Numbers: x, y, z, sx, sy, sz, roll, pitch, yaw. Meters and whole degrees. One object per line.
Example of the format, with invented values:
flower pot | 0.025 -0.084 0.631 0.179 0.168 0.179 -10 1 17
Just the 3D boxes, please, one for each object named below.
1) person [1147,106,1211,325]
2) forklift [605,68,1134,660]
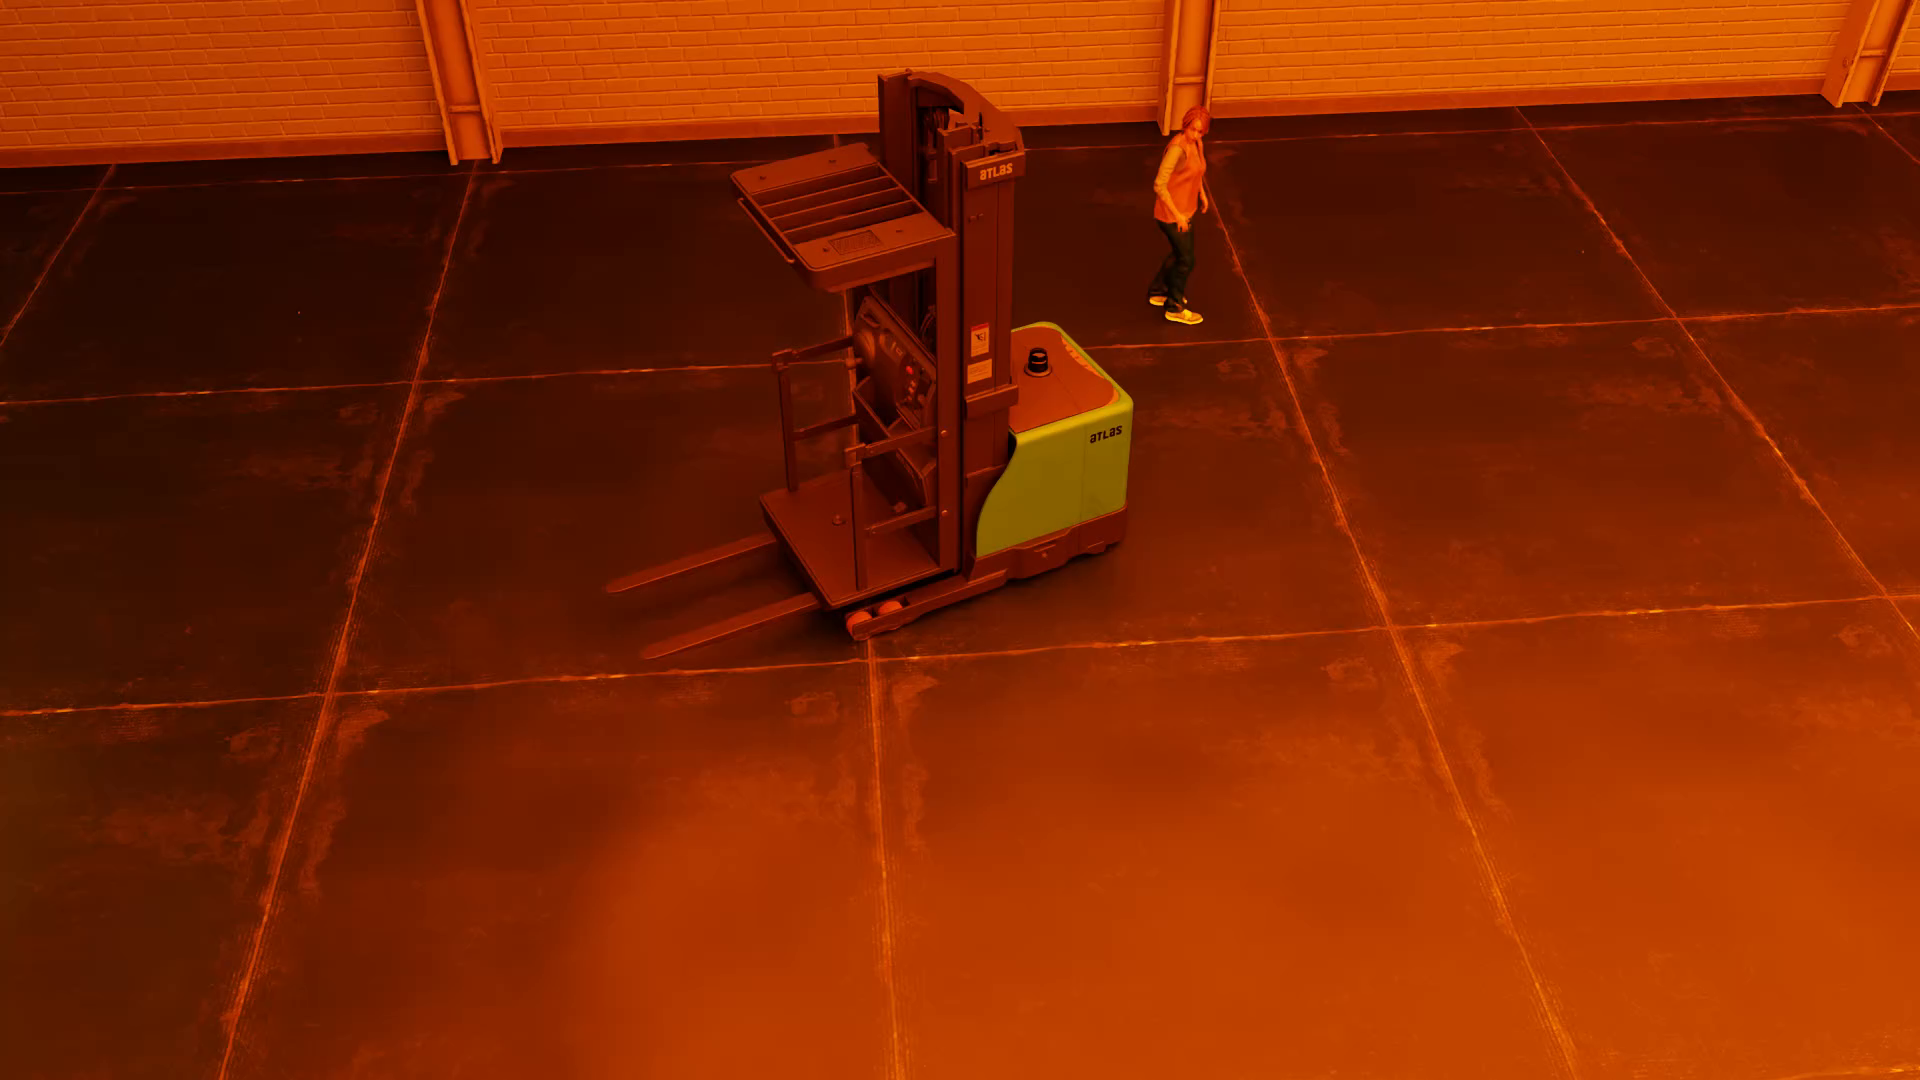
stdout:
person | 1.589 -2.295 11.674 0.447 1.573 0.608 13 42 15
forklift | -0.541 -0.933 9.029 3.031 2.935 1.130 -18 44 -20
